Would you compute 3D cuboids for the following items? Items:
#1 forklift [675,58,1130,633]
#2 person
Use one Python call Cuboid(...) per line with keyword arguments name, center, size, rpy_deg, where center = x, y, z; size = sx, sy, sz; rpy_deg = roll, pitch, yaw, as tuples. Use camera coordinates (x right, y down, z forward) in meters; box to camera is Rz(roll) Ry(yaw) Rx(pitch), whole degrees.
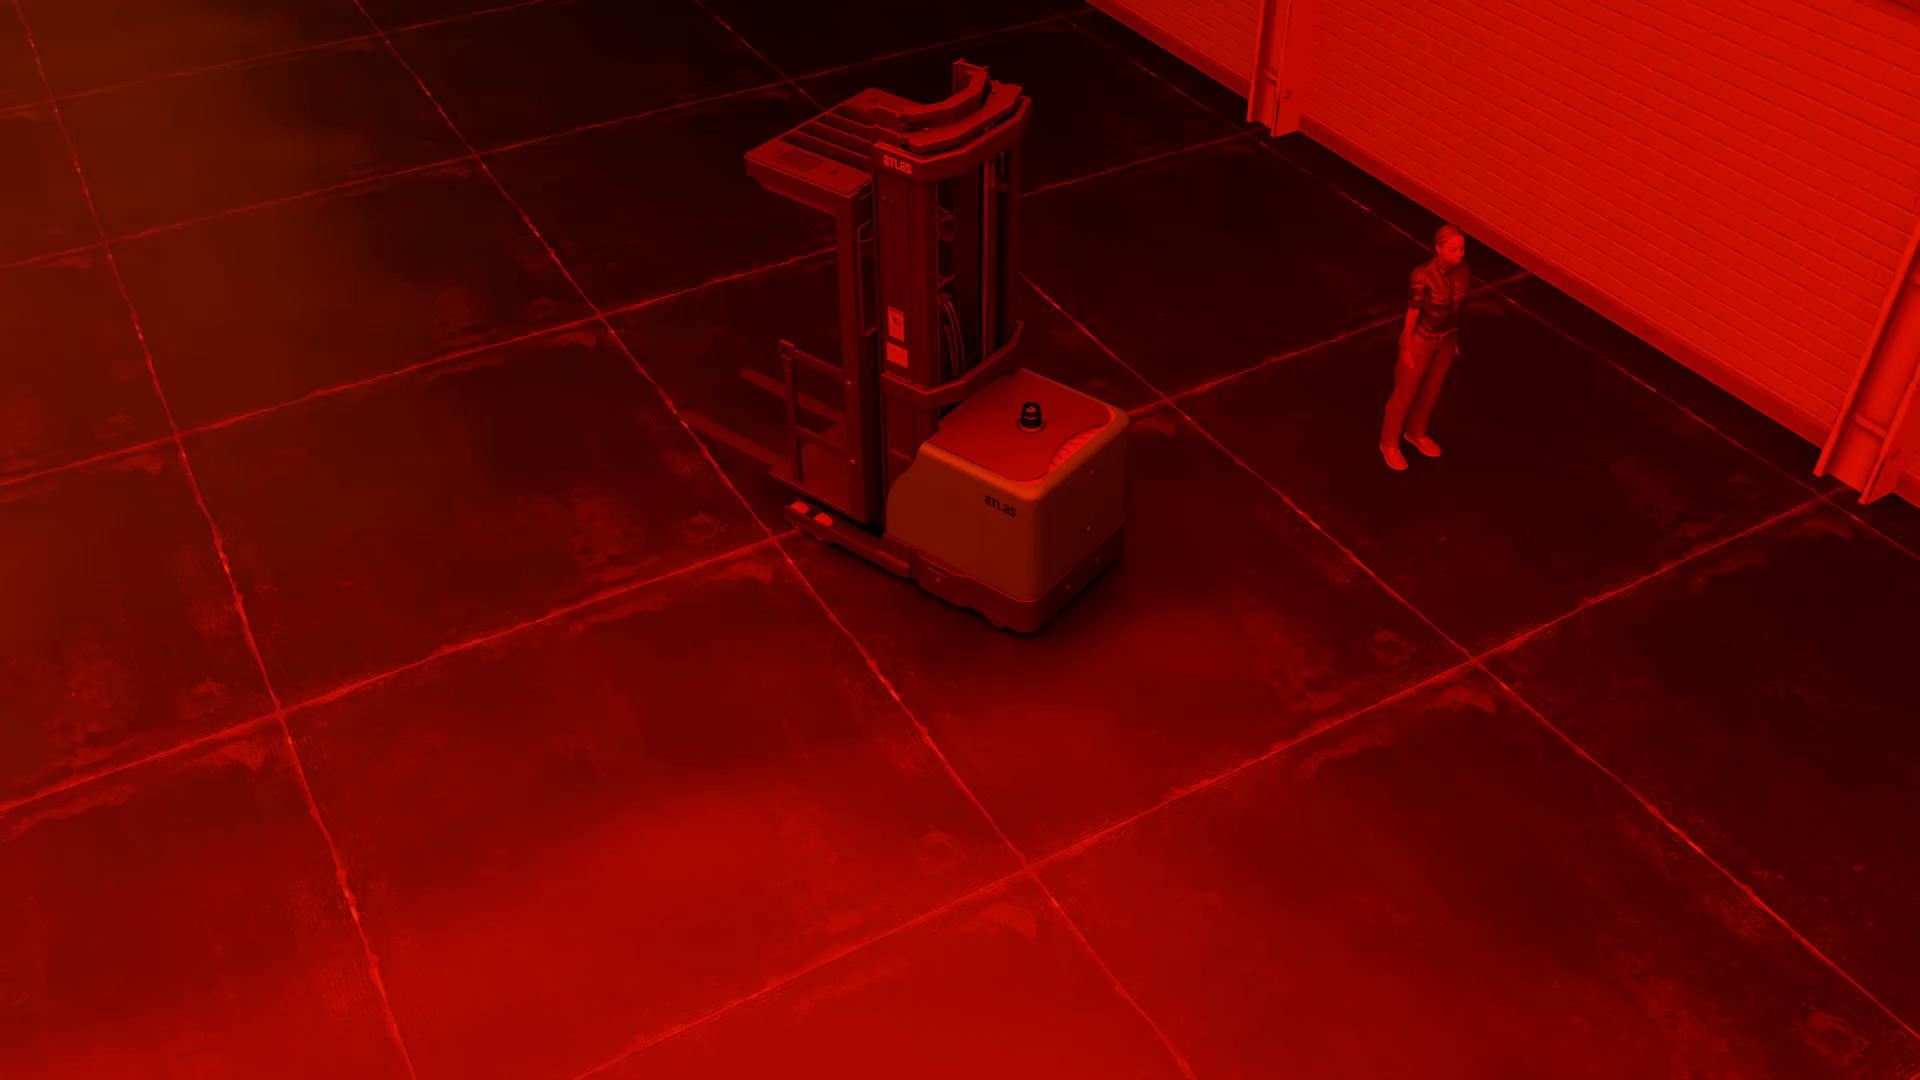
Cuboid(name="forklift", center=(-0.481, -1.366, 9.683), size=(3.031, 2.935, 1.130), rpy_deg=(26, 46, 28))
Cuboid(name="person", center=(2.977, -1.228, 10.518), size=(0.448, 1.659, 0.339), rpy_deg=(-18, 43, -21))
